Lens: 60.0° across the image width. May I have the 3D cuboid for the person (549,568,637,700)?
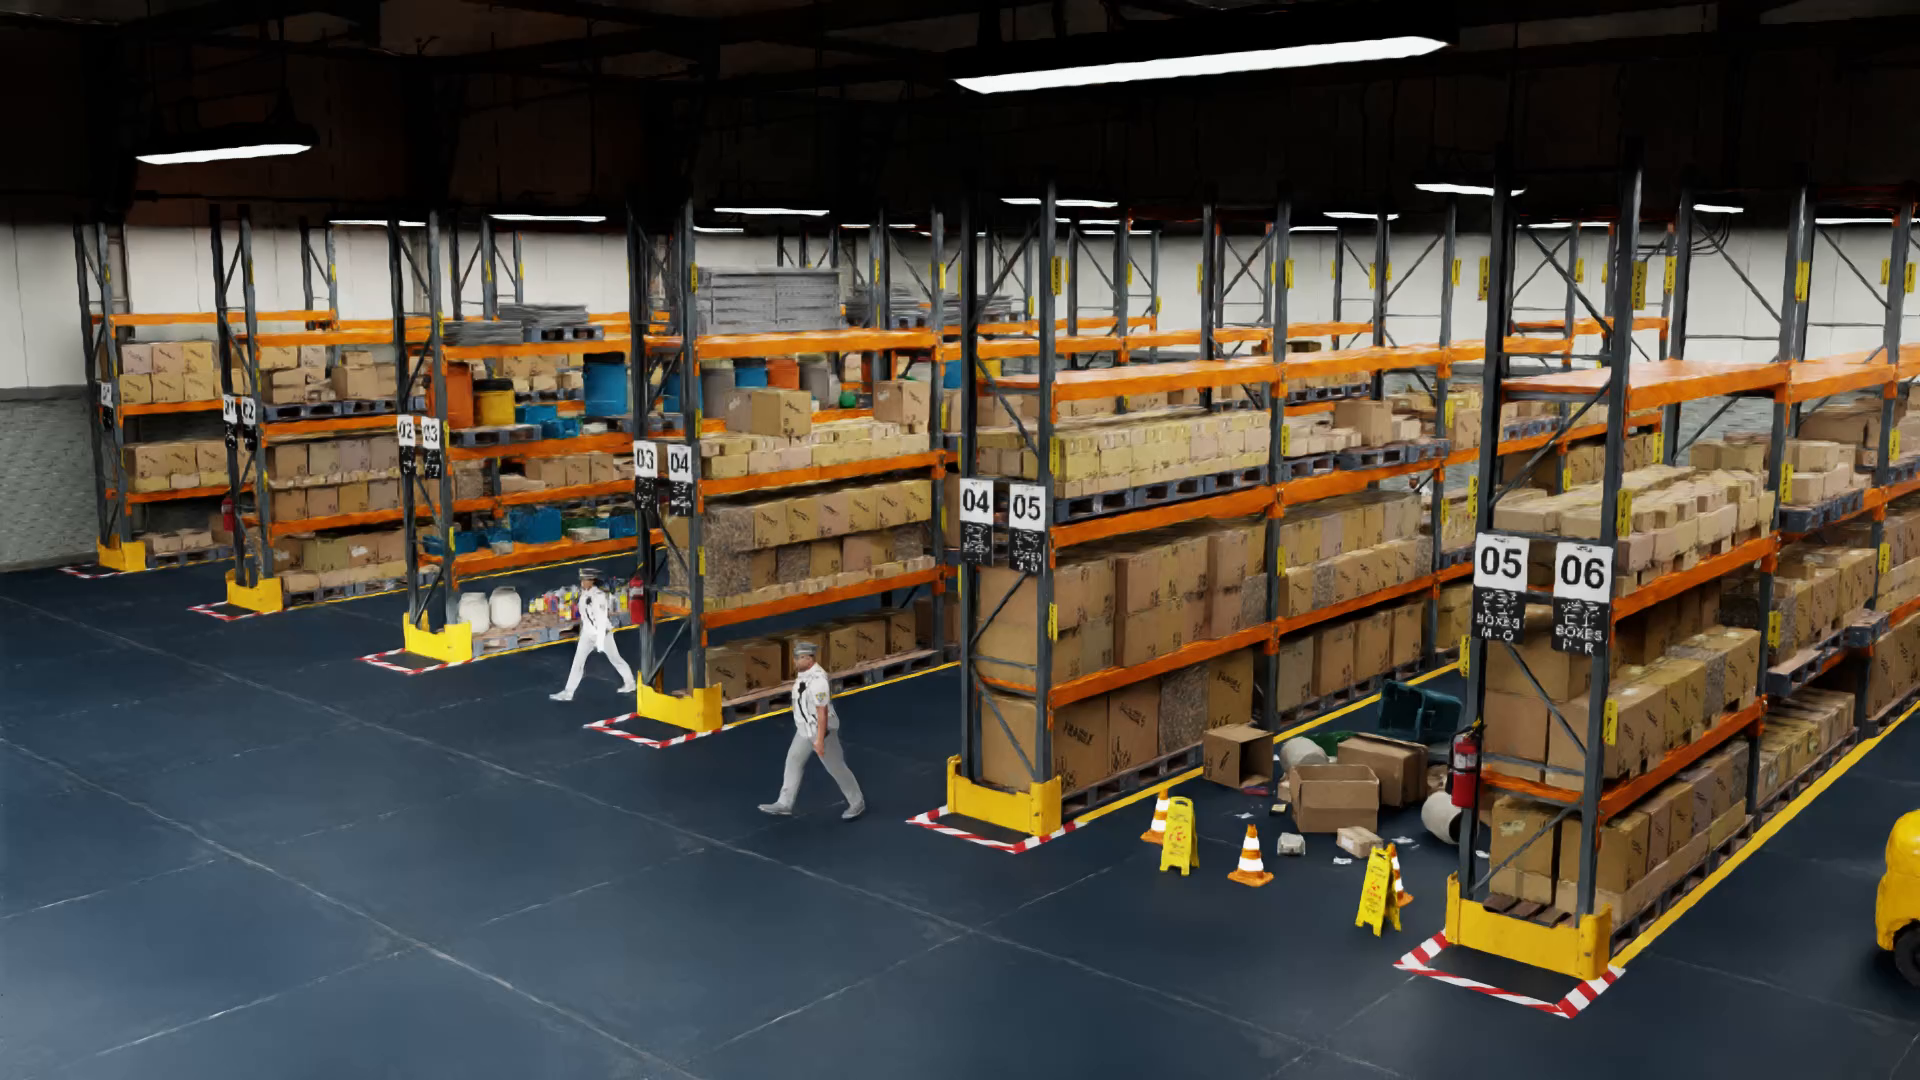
[{"bbox_3d":[-4.345,1.098,19.748,0.494,1.583,1.077,9,13,44],"label":"person"}]

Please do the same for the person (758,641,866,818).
[{"bbox_3d":[-1.375,1.764,15.530,0.967,1.711,0.583,-4,10,-25],"label":"person"}]

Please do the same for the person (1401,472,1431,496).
[{"bbox_3d":[7.907,-0.413,28.936,0.625,1.611,0.582,8,12,38],"label":"person"}]
